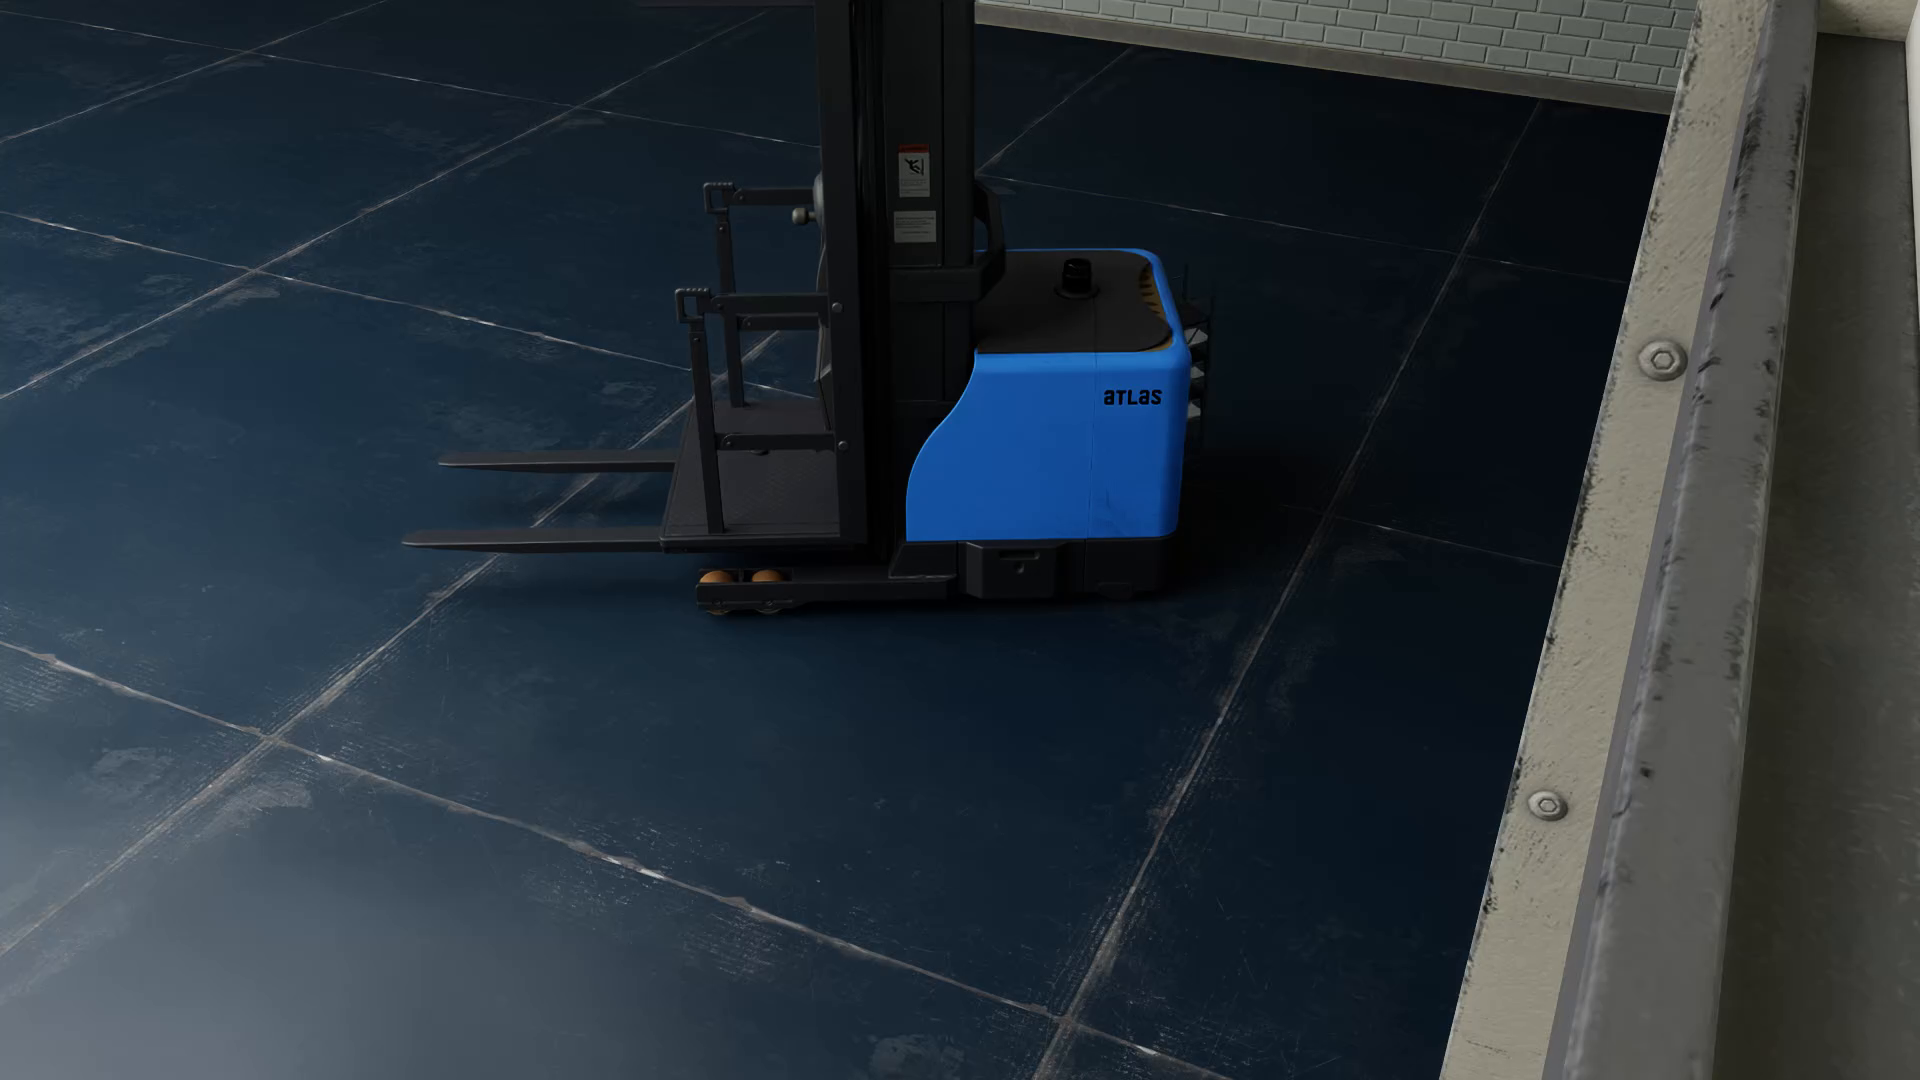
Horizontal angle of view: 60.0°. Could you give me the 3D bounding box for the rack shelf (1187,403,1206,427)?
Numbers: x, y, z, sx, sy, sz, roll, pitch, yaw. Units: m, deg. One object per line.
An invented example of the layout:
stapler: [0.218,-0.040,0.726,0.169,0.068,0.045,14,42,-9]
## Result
rack shelf: [0.915,-0.545,7.299,0.258,0.077,0.200,-17,37,-24]

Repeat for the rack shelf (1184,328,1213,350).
rack shelf: [0.915,-0.846,7.102,0.258,0.077,0.200,-17,37,-24]

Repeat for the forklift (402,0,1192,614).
forklift: [-0.672,-1.233,6.107,3.031,2.935,1.130,-1,33,-1]

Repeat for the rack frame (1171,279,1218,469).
rack frame: [0.963,-0.675,7.108,0.240,0.900,0.006,-17,37,-24]

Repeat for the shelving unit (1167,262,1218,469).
shelving unit: [0.915,-0.724,7.182,0.258,0.900,0.210,-17,37,-24]

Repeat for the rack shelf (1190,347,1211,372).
rack shelf: [0.915,-0.771,7.151,0.258,0.077,0.200,-17,37,-24]

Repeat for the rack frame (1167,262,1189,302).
rack frame: [0.866,-0.772,7.257,0.240,0.900,0.006,-17,37,-24]

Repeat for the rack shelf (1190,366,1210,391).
rack shelf: [0.915,-0.696,7.201,0.258,0.077,0.200,-17,37,-24]

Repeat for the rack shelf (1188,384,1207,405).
rack shelf: [0.915,-0.620,7.250,0.258,0.077,0.200,-17,37,-24]

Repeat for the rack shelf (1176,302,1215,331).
rack shelf: [0.915,-0.921,7.053,0.258,0.077,0.200,-17,37,-24]
